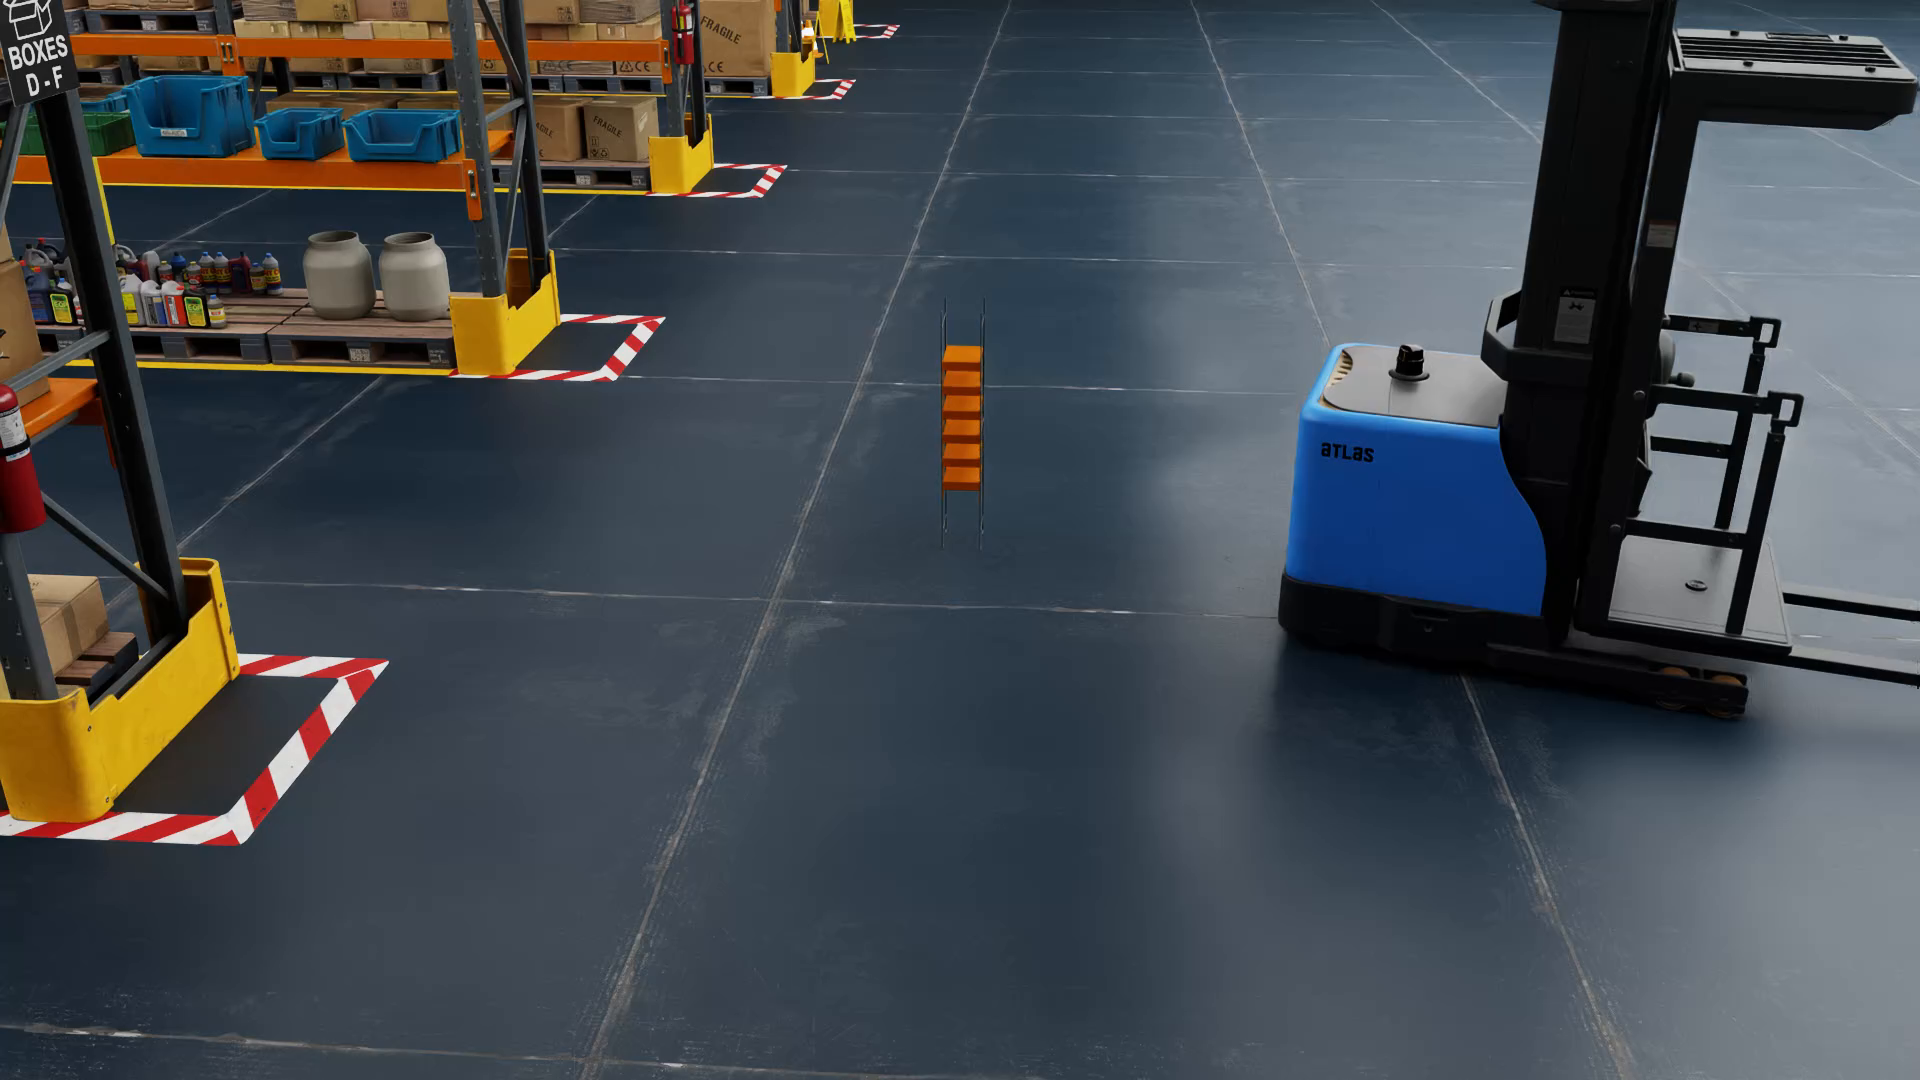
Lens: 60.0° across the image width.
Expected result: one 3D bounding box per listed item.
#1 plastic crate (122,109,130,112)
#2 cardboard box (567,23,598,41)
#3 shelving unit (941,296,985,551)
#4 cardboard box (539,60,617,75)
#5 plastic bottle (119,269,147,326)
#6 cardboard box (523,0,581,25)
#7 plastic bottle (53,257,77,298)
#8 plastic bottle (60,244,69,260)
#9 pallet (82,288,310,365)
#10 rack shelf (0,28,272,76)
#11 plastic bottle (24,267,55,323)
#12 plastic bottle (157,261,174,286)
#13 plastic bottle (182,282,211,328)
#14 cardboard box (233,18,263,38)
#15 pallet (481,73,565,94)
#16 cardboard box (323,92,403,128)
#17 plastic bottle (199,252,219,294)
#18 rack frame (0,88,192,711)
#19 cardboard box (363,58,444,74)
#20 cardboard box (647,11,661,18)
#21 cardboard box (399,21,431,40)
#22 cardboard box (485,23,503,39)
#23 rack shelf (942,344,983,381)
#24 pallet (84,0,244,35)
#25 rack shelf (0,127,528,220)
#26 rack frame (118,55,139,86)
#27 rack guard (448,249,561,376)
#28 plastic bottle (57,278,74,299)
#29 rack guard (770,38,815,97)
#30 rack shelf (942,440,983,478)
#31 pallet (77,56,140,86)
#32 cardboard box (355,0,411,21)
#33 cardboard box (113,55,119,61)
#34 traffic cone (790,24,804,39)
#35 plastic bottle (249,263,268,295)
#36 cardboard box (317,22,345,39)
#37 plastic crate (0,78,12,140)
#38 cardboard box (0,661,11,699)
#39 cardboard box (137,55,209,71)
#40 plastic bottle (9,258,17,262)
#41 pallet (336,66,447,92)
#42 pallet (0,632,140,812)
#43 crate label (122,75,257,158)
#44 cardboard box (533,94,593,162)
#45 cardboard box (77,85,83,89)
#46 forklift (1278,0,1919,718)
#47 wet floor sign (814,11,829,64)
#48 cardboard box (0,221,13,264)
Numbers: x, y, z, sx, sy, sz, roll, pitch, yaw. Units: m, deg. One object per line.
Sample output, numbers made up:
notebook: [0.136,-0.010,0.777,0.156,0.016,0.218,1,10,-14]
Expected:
plastic crate: [-5.225,-2.718,10.823,0.437,0.136,0.530,2,25,4]
cardboard box: [-3.298,-4.524,14.734,0.250,0.149,0.380,2,25,4]
shelving unit: [0.014,-0.545,7.937,0.189,1.200,0.258,2,25,4]
cardboard box: [-4.483,-6.062,19.813,0.875,0.875,0.875,2,25,4]
plastic bottle: [-5.293,-1.556,10.626,0.185,0.351,0.144,3,25,6]
cardboard box: [-3.550,-4.896,14.766,0.500,0.500,0.875,2,25,4]
plastic bottle: [-5.994,-1.778,11.196,0.135,0.276,0.152,2,25,4]
plastic bottle: [-6.008,-1.874,11.316,0.185,0.351,0.144,1,25,1]
pallet: [-4.977,-1.441,11.068,1.213,0.211,1.003,2,25,4]
rack shelf: [-8.478,-4.586,15.427,4.000,0.370,1.077,2,25,4]
plastic bottle: [-5.902,-1.576,10.668,0.185,0.351,0.144,1,25,2]
plastic bottle: [-5.404,-1.797,11.327,0.097,0.201,0.097,0,25,0]
plastic bottle: [-4.858,-1.494,10.572,0.133,0.283,0.061,2,25,5]
cardboard box: [-6.293,-4.602,14.903,0.250,0.149,0.380,2,25,4]
pallet: [-5.252,-5.589,20.083,1.213,0.211,1.003,2,25,4]
cardboard box: [-5.517,-3.859,15.476,0.500,0.500,0.500,10,27,21]
plastic bottle: [-5.101,-1.819,11.291,0.097,0.271,0.097,0,25,0]
rack frame: [-3.258,-0.592,5.887,0.127,3.000,1.000,2,25,4]
cardboard box: [-6.630,-6.064,19.968,0.750,0.750,1.050,2,25,4]
cardboard box: [-2.762,-4.715,15.148,0.250,0.149,0.380,2,25,4]
cardboard box: [-4.796,-4.560,14.811,0.250,0.149,0.380,2,25,4]
cardboard box: [-4.044,-4.563,14.817,0.250,0.149,0.380,2,25,4]
rack shelf: [0.014,-0.831,7.805,0.180,0.103,0.258,2,25,4]
pallet: [-7.235,-4.847,15.363,1.213,0.211,1.003,2,25,4]
rack shelf: [-4.869,-2.394,10.663,4.000,0.370,1.077,2,25,4]
rack frame: [-9.992,-7.041,19.902,0.127,3.000,1.000,2,25,4]
rack guard: [-2.955,-1.504,10.859,0.348,0.500,1.175,2,25,4]
plastic bottle: [-5.753,-1.551,10.709,0.097,0.271,0.097,0,25,0]
rack guard: [-1.992,-5.648,19.866,0.348,0.500,1.175,2,25,4]
rack shelf: [0.014,-0.395,8.006,0.180,0.103,0.258,2,25,4]
pallet: [-10.771,-5.800,20.540,1.213,0.211,1.003,2,25,4]
cardboard box: [-5.038,-4.984,14.957,0.500,0.500,0.875,2,25,4]
cardboard box: [-10.678,-6.225,20.617,0.500,0.500,0.500,1,25,2]
traffic cone: [-2.265,-7.175,23.228,0.334,0.463,0.336,2,25,4]
plastic bottle: [-4.762,-1.776,11.282,0.097,0.201,0.097,0,25,0]
cardboard box: [-5.543,-4.588,14.873,0.250,0.149,0.380,2,25,4]
plastic crate: [-6.351,-2.686,10.513,0.504,0.338,0.767,2,25,4]
cardboard box: [-3.815,0.572,6.144,0.500,0.250,0.500,2,25,4]
cardboard box: [-9.392,-6.152,20.160,0.750,0.750,1.050,2,25,3]
plastic bottle: [-6.478,-1.831,11.402,0.097,0.201,0.097,0,25,0]
pallet: [-6.779,-5.639,20.192,1.213,0.211,1.003,2,25,4]
pallet: [-4.024,0.668,6.485,1.213,0.211,1.003,2,25,4]
crate label: [-4.731,-2.619,10.249,0.616,0.435,0.502,2,25,4]
cardboard box: [-3.716,-3.808,15.364,0.500,0.500,0.500,8,26,18]
cardboard box: [-8.683,-4.000,15.758,0.500,0.500,0.700,4,25,8]
forklift: [2.958,-0.872,6.579,3.031,2.935,1.130,9,26,18]
wet floor sign: [-1.835,-6.539,21.629,0.232,0.644,0.267,-2,25,-5]
cardboard box: [-3.633,-1.034,5.953,0.250,0.149,0.380,2,25,4]
